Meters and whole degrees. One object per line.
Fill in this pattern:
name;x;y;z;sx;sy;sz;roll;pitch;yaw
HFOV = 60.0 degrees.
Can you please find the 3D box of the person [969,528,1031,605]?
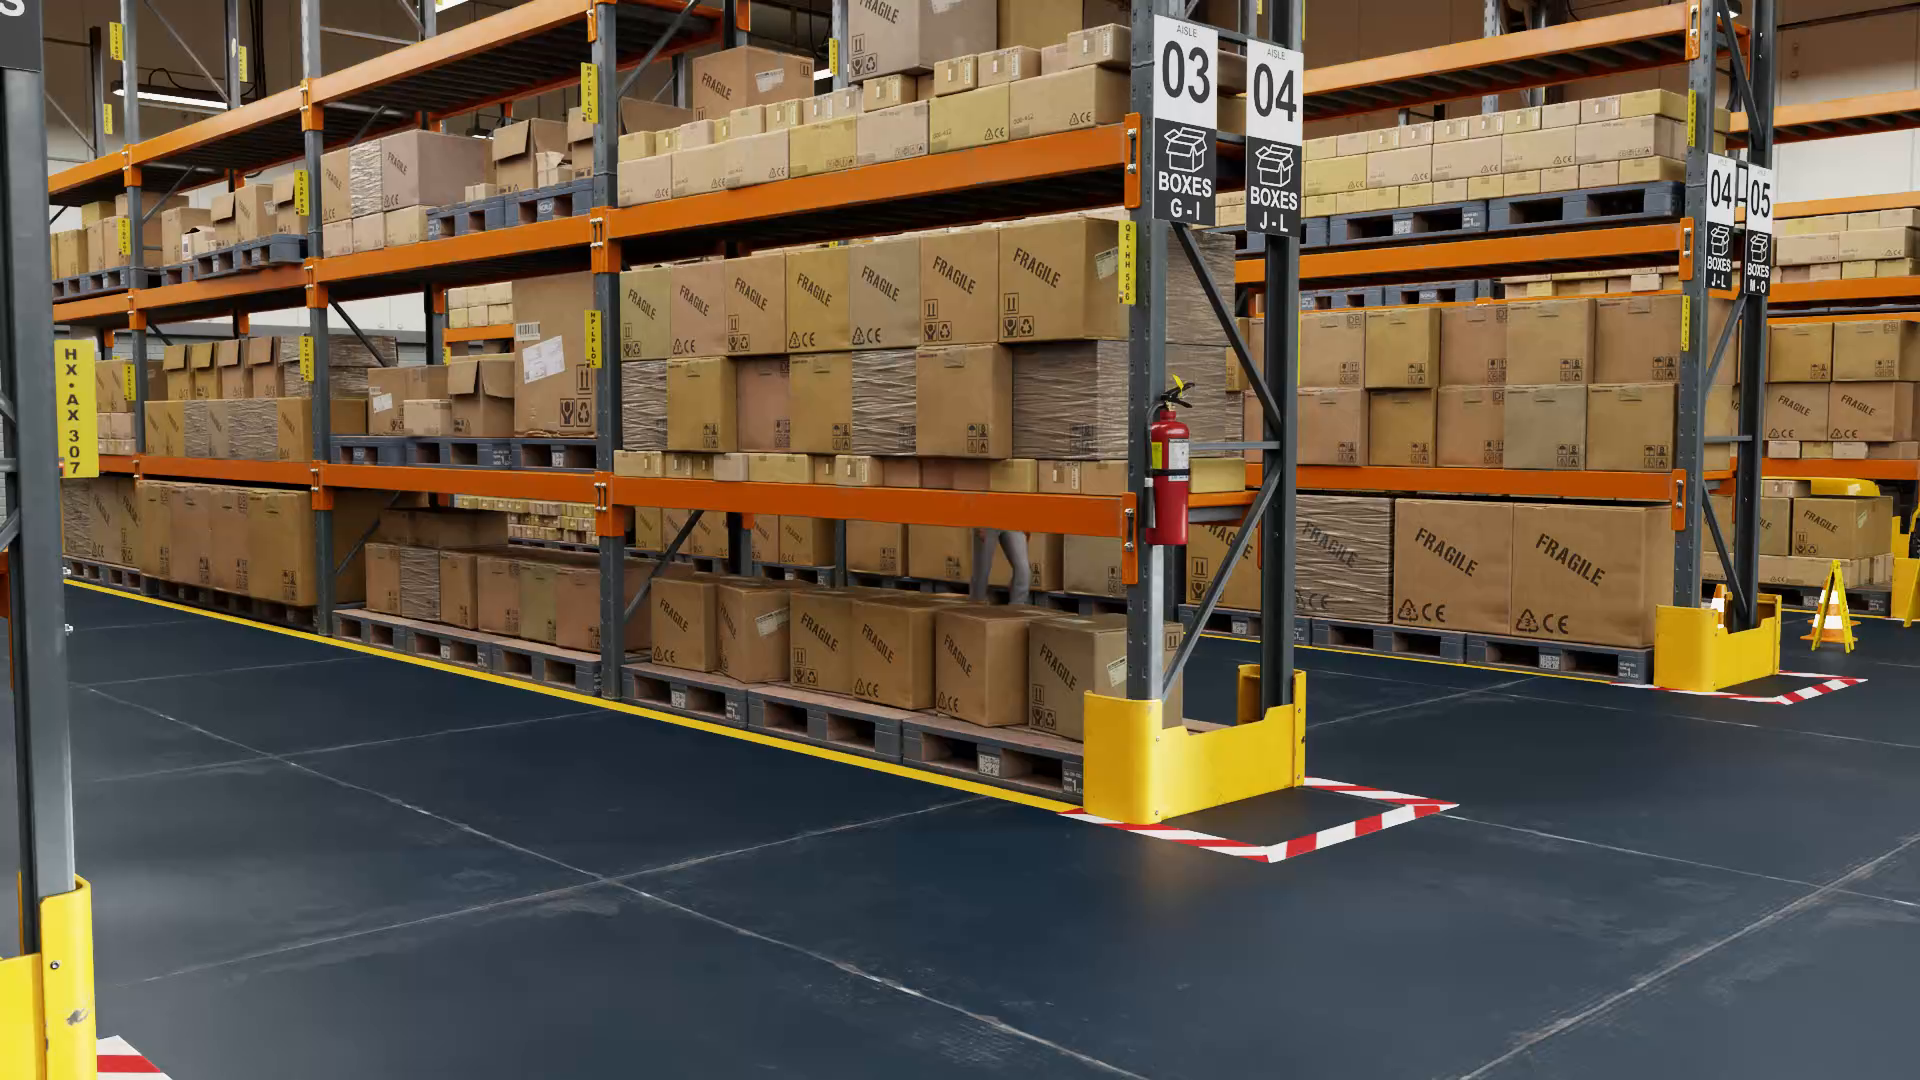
person;0.300;-0.116;12.604;0.570;1.645;0.694;-1;4;-19
